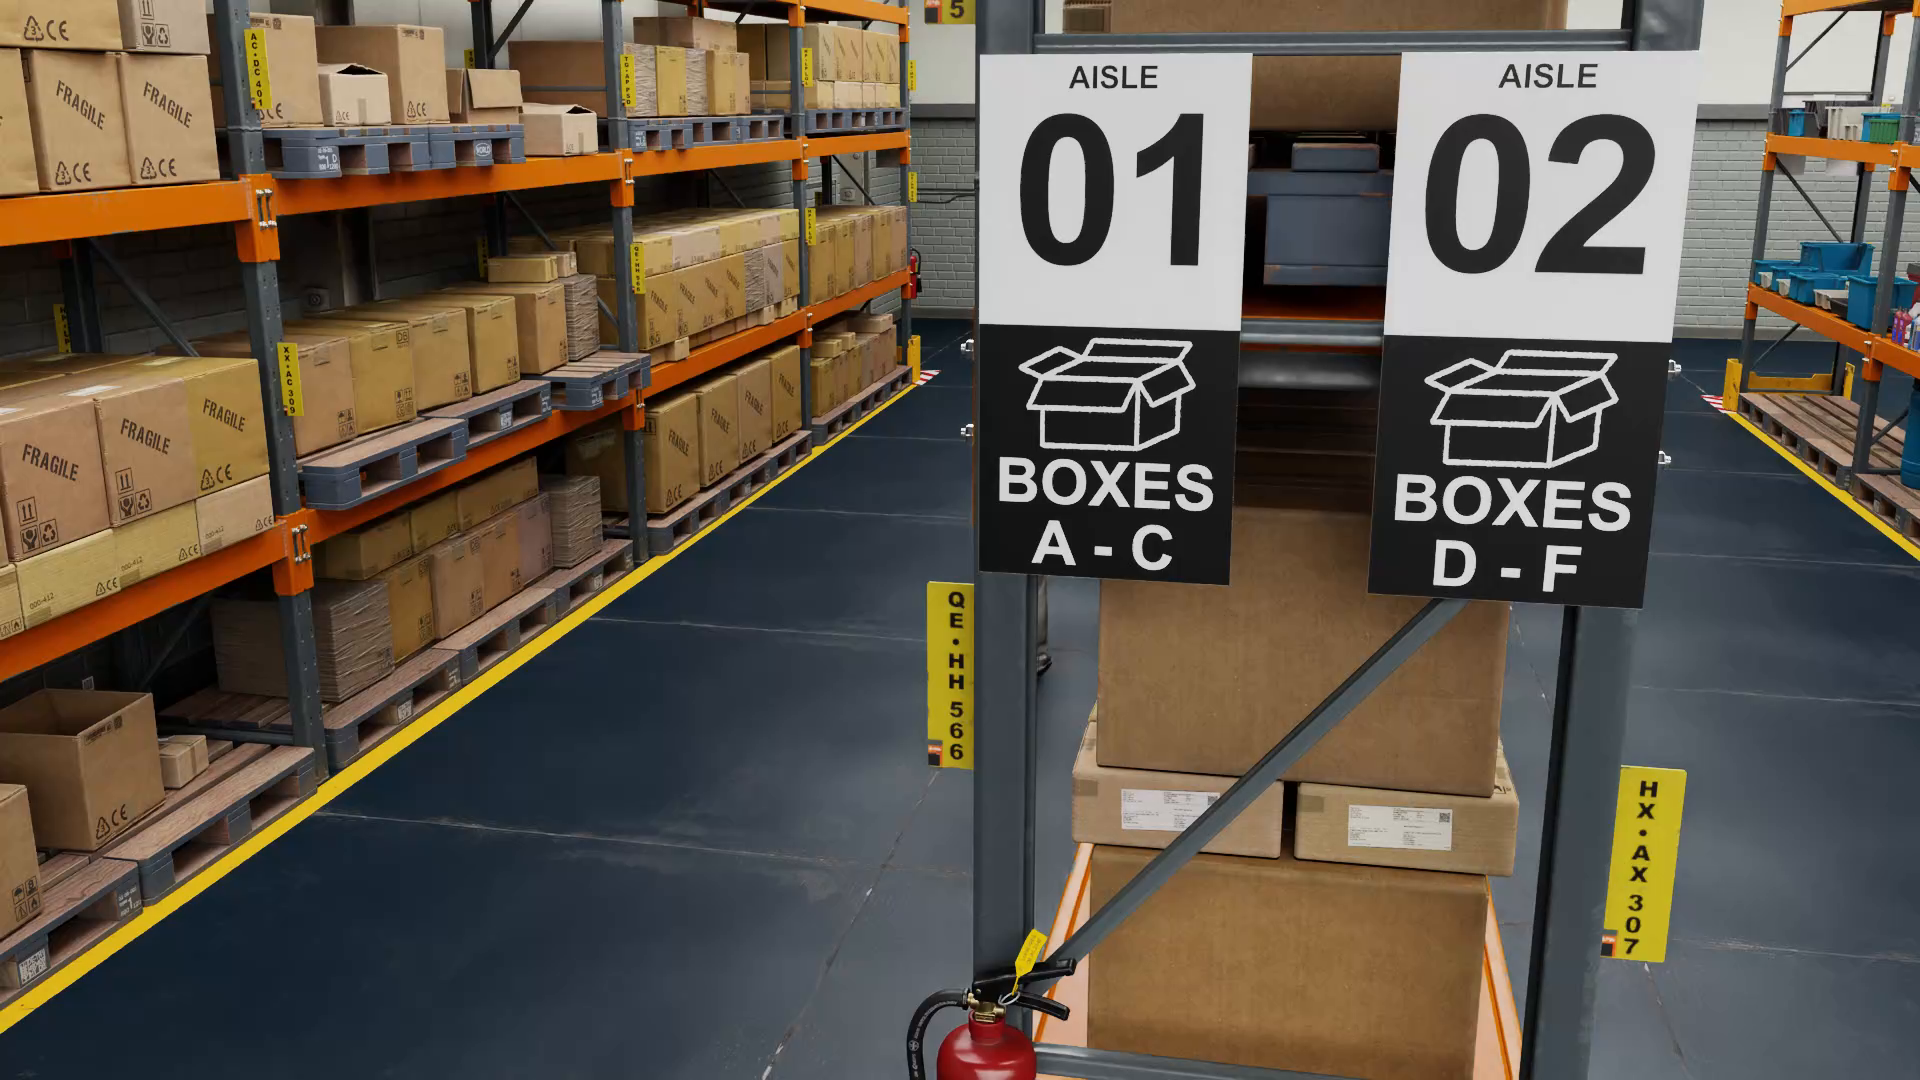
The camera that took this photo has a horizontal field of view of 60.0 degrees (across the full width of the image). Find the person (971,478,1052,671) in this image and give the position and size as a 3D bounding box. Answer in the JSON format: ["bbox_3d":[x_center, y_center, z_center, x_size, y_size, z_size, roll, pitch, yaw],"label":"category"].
[{"bbox_3d":[0.298,-0.107,9.347,0.468,1.697,0.552,1,15,4],"label":"person"}]
